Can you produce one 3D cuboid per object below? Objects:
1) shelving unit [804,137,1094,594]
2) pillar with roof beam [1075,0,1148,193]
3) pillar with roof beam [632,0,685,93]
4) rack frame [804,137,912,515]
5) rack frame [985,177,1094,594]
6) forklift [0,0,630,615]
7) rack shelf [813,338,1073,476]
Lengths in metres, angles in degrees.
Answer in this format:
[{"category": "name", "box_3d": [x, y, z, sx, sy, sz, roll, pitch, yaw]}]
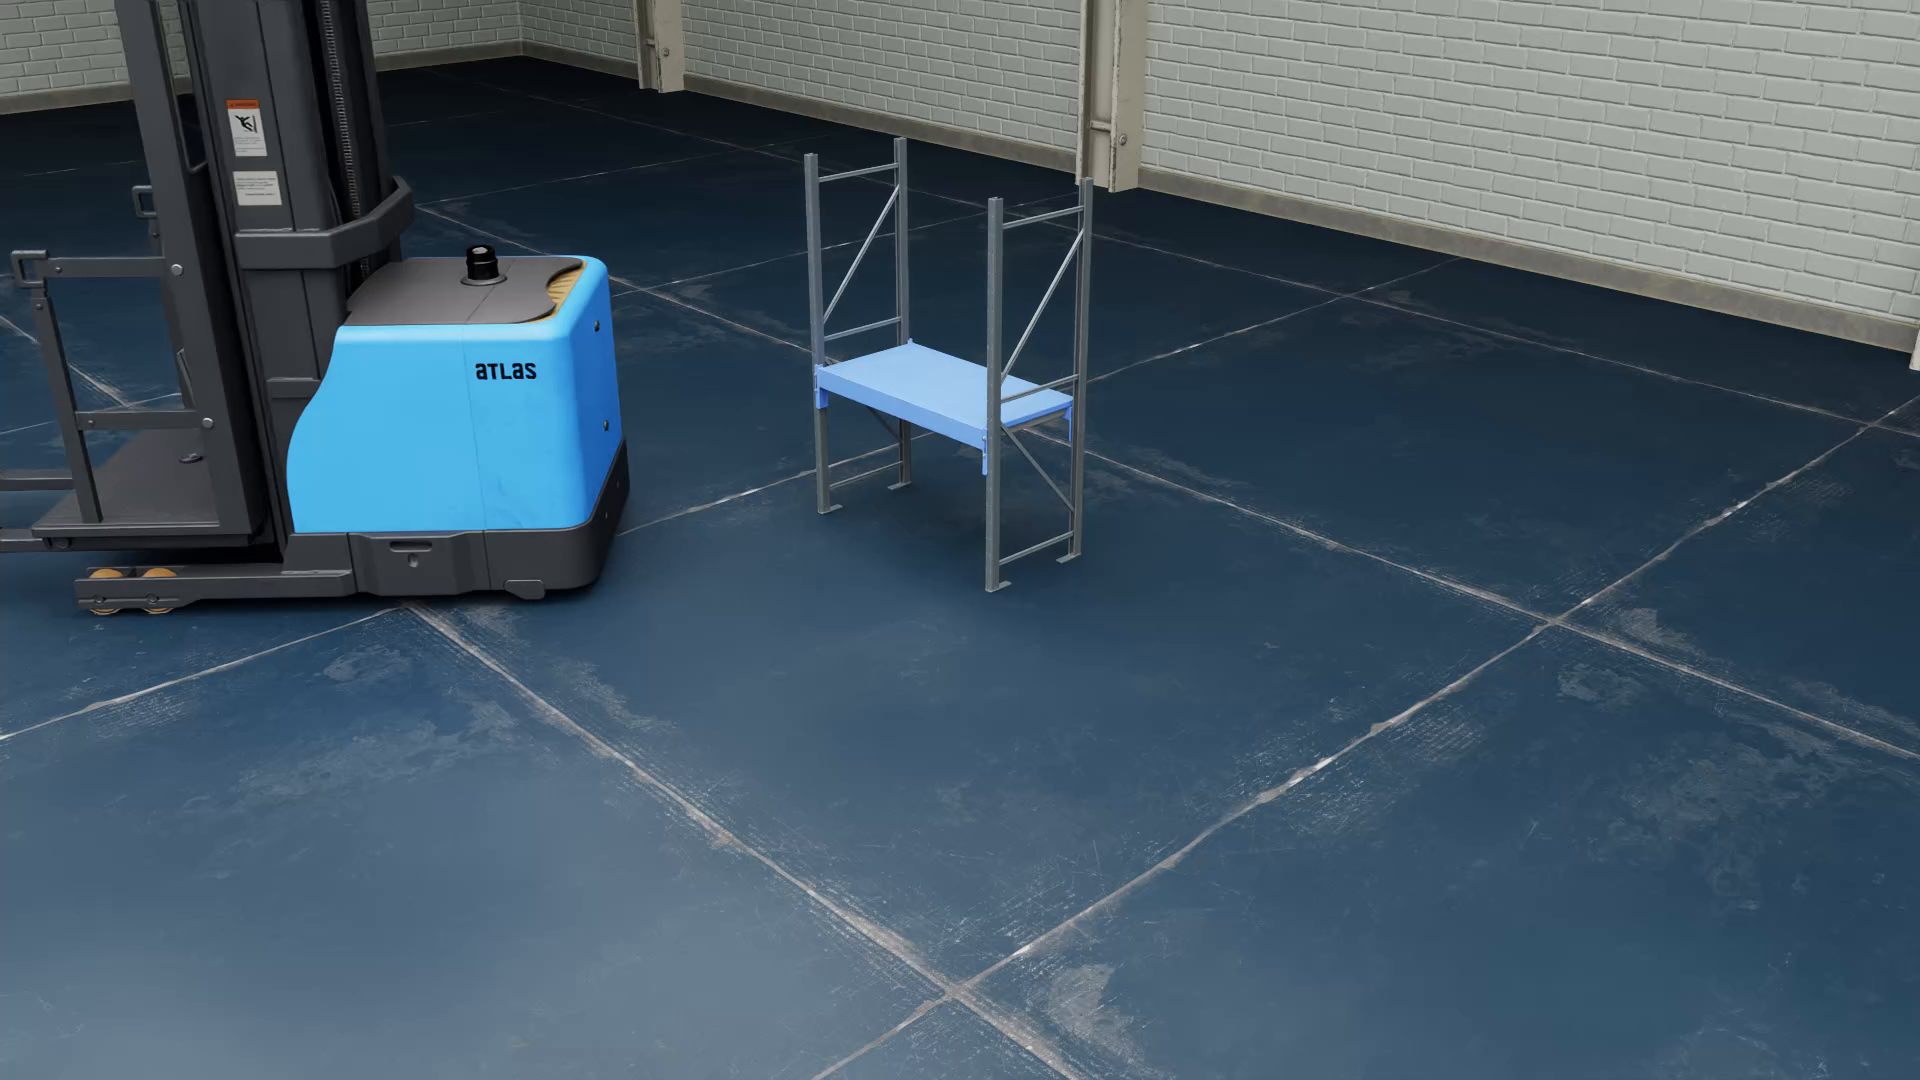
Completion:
[{"category": "shelving unit", "box_3d": [-0.058, -0.708, 6.495, 0.538, 1.500, 1.048, -21, 32, -38]}, {"category": "pillar with roof beam", "box_3d": [-2.017, -5.577, 8.132, 9.100, 9.000, 0.400, -21, 32, -38]}, {"category": "pillar with roof beam", "box_3d": [-6.118, -7.394, 12.117, 9.100, 9.000, 0.400, -21, 32, -38]}, {"category": "rack frame", "box_3d": [-0.406, -0.862, 6.833, 0.500, 1.500, 0.032, -21, 32, -38]}, {"category": "rack frame", "box_3d": [0.289, -0.554, 6.158, 0.500, 1.500, 0.032, -21, 32, -38]}, {"category": "forklift", "box_3d": [-2.894, -1.281, 6.026, 3.031, 2.935, 1.130, -1, 25, -2]}, {"category": "rack shelf", "box_3d": [-0.058, -0.545, 6.570, 0.538, 0.185, 1.000, -21, 32, -38]}]
